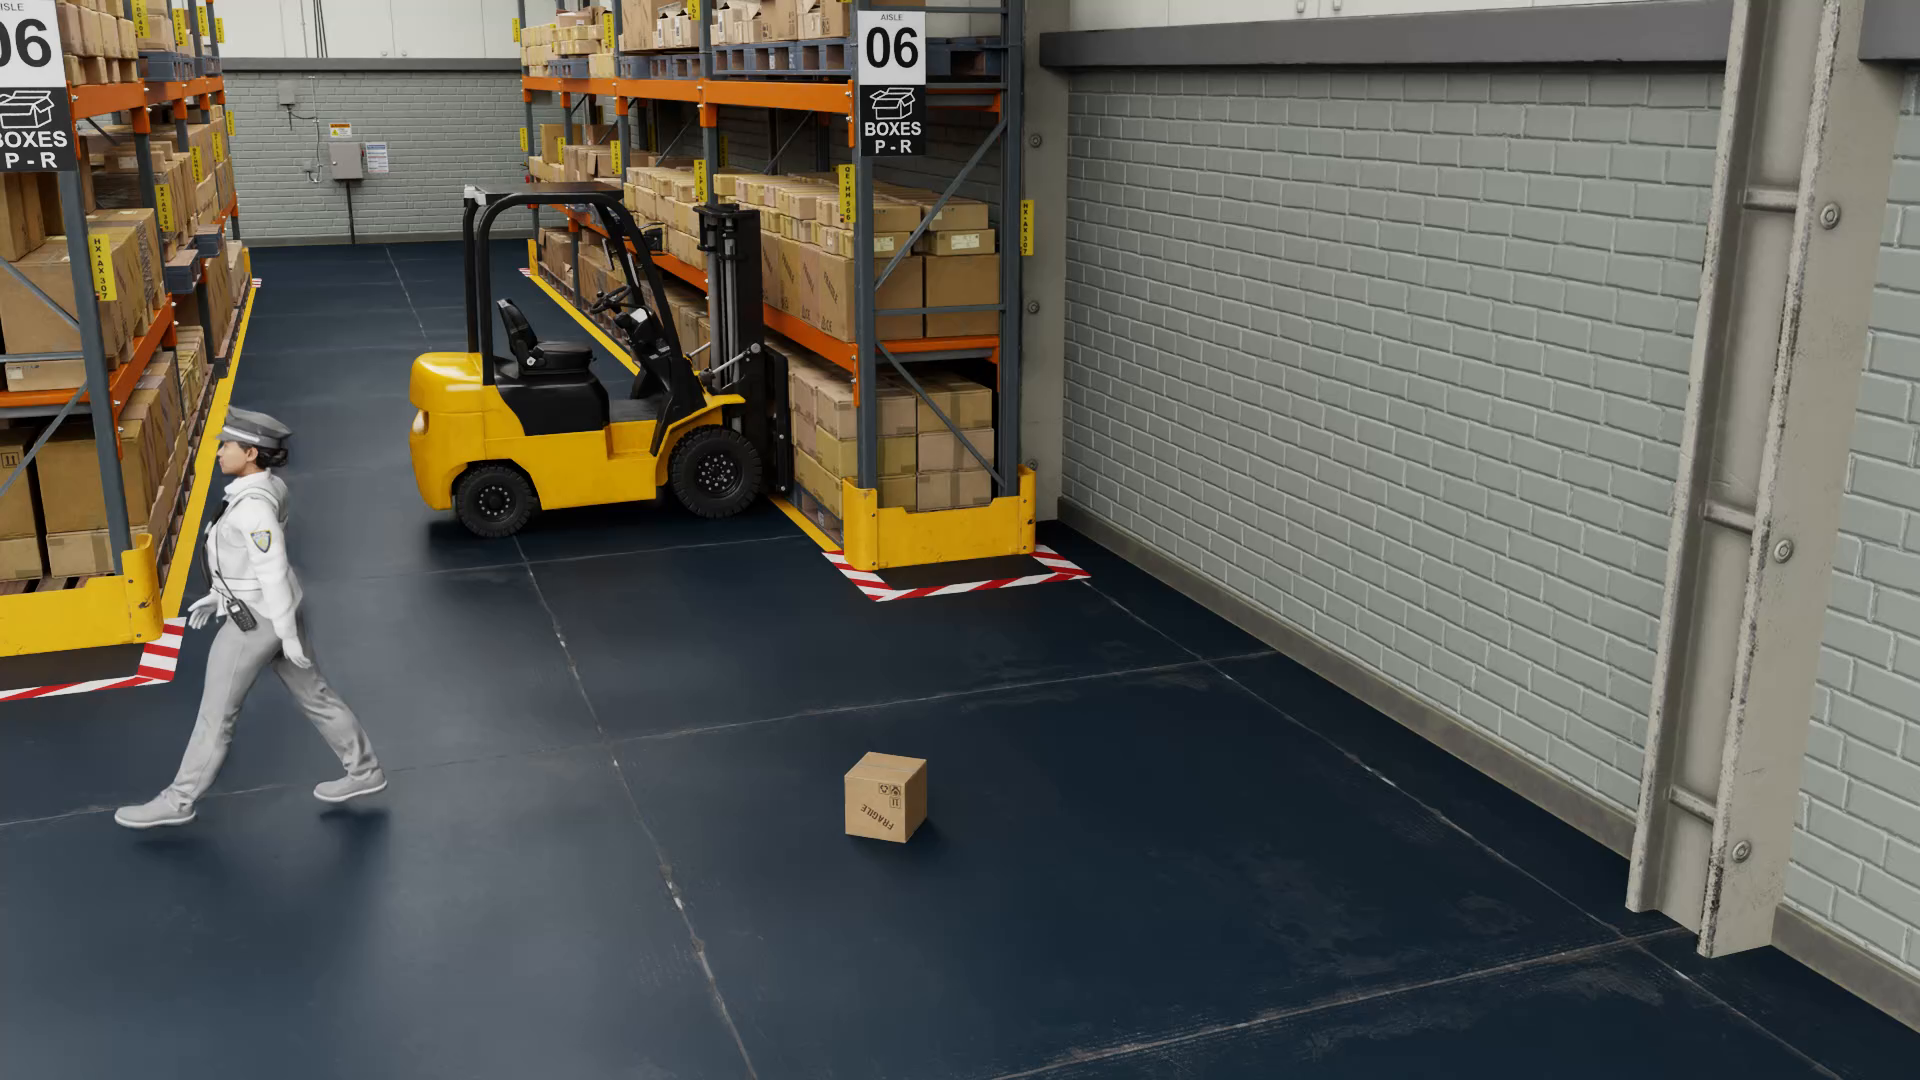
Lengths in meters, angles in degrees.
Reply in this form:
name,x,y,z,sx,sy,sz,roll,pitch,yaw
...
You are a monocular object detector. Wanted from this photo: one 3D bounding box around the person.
name,x,y,z,sx,sy,sz,roll,pitch,yaw
person,-2.805,0.282,6.430,0.984,1.634,0.484,-3,16,-9
